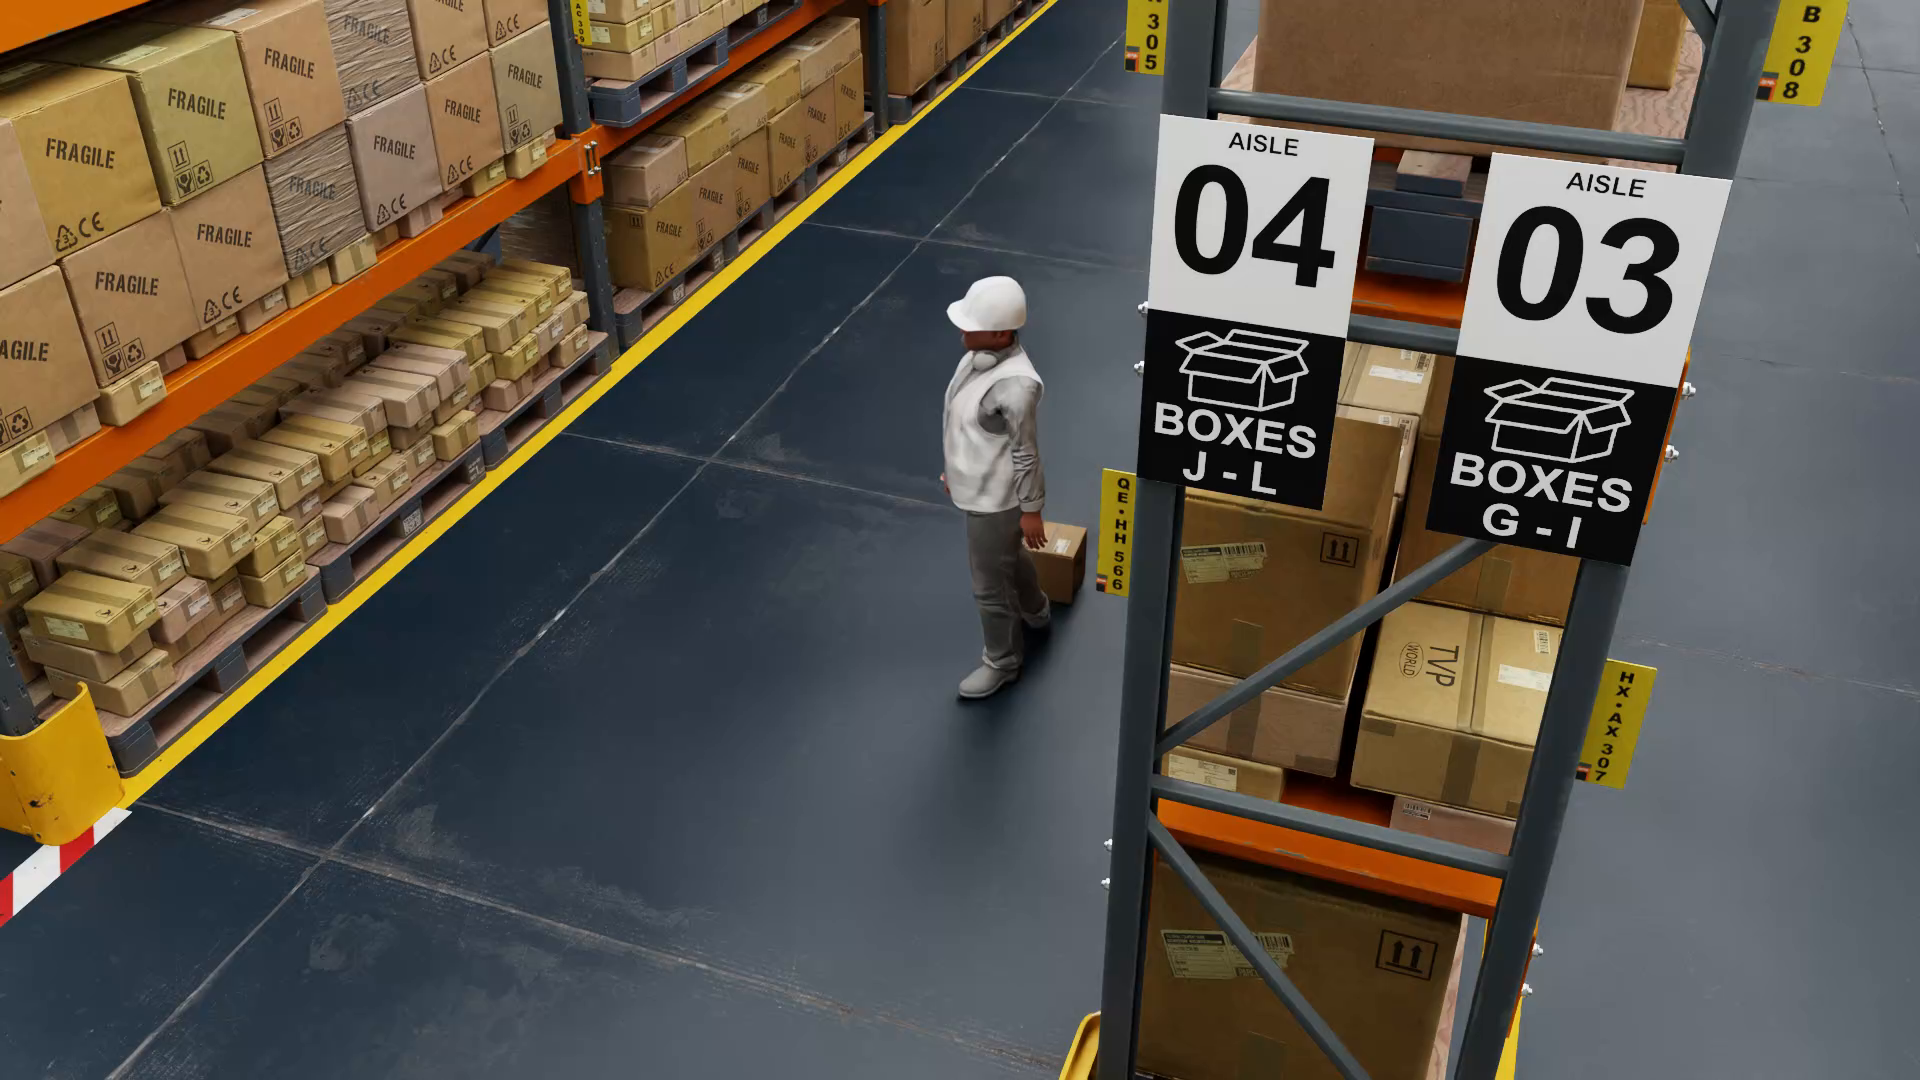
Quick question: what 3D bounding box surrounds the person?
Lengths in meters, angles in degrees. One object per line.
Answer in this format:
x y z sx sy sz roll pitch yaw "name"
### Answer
0.163 -0.269 6.523 0.491 1.766 0.709 -5 33 -7 "person"
